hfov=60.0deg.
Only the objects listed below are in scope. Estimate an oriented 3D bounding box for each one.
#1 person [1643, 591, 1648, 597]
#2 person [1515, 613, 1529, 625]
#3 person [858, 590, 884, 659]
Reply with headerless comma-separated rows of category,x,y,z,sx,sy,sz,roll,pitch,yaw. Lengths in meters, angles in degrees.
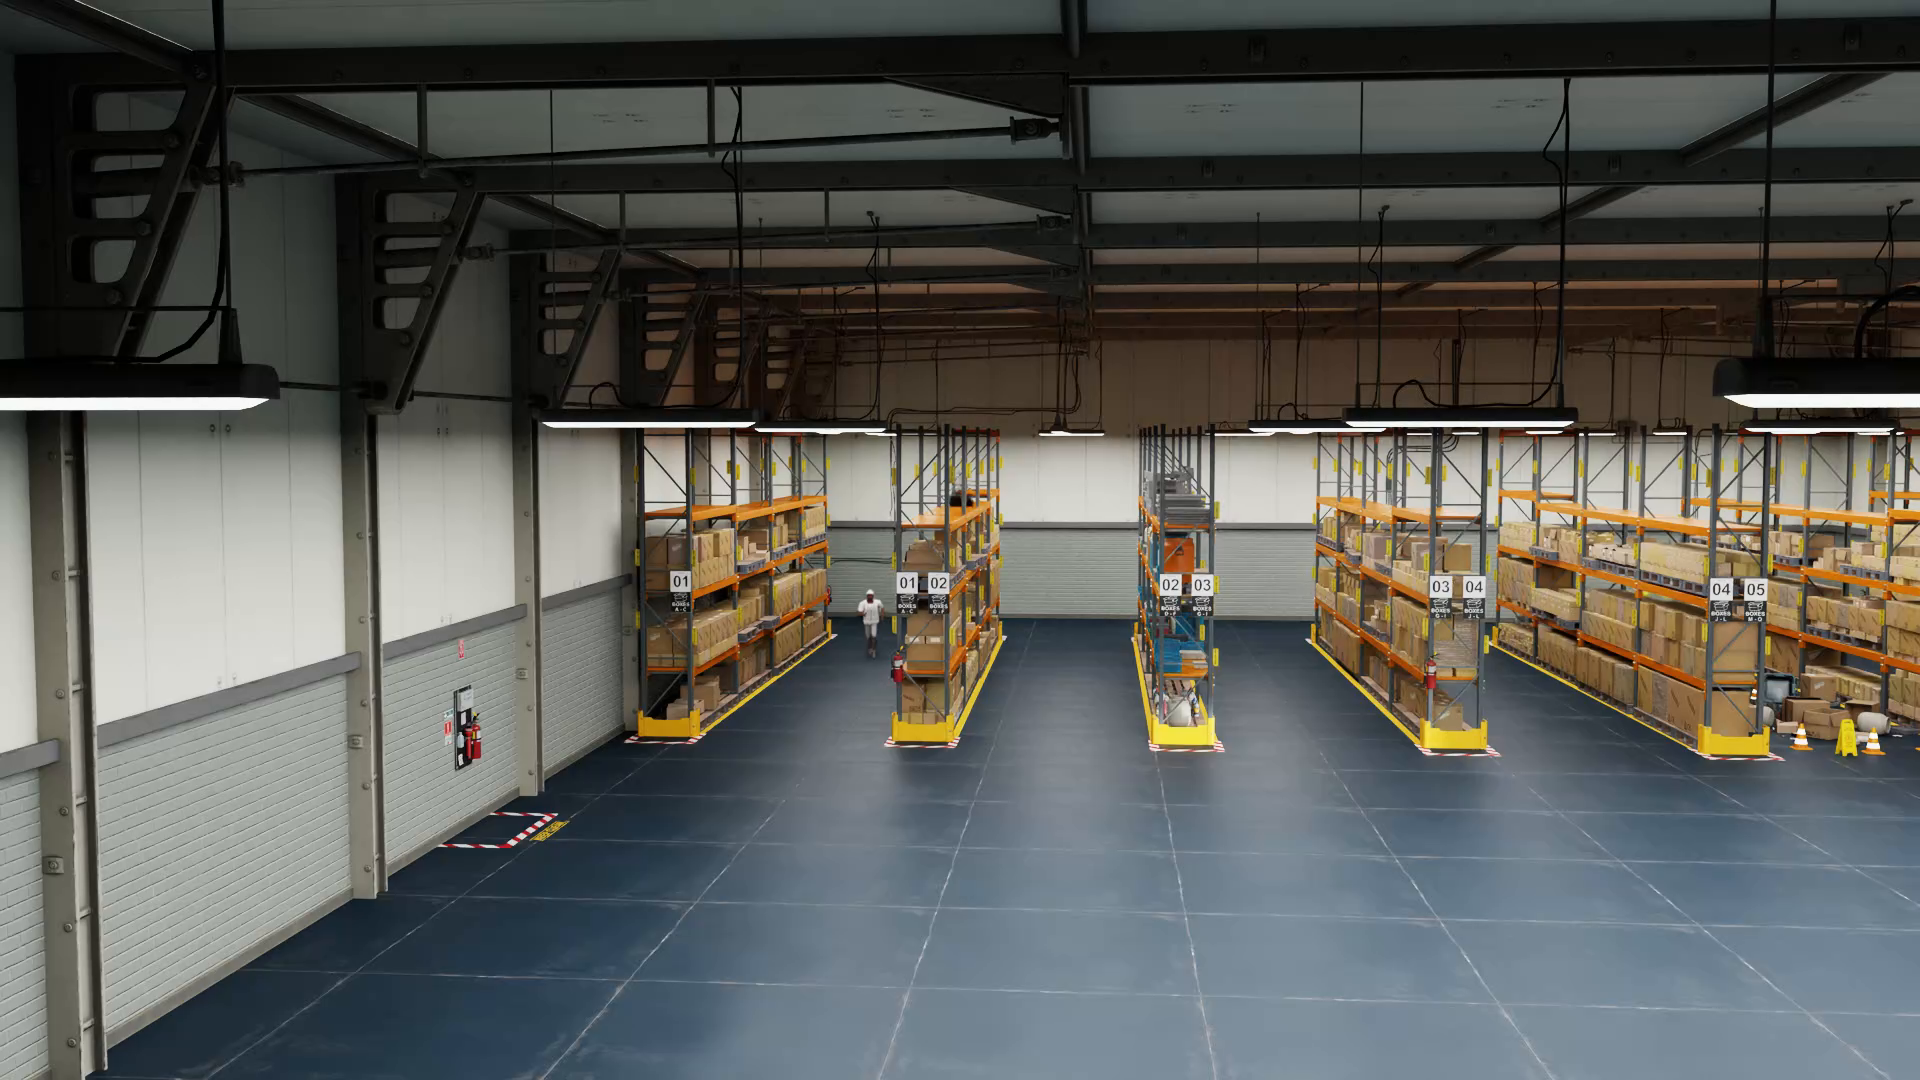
person,17.752,2.209,43.274,0.697,1.748,0.931,-1,4,-15
person,16.102,2.056,47.147,0.643,1.642,0.614,1,4,10
person,-2.331,2.202,43.464,0.664,1.811,0.830,0,3,3
